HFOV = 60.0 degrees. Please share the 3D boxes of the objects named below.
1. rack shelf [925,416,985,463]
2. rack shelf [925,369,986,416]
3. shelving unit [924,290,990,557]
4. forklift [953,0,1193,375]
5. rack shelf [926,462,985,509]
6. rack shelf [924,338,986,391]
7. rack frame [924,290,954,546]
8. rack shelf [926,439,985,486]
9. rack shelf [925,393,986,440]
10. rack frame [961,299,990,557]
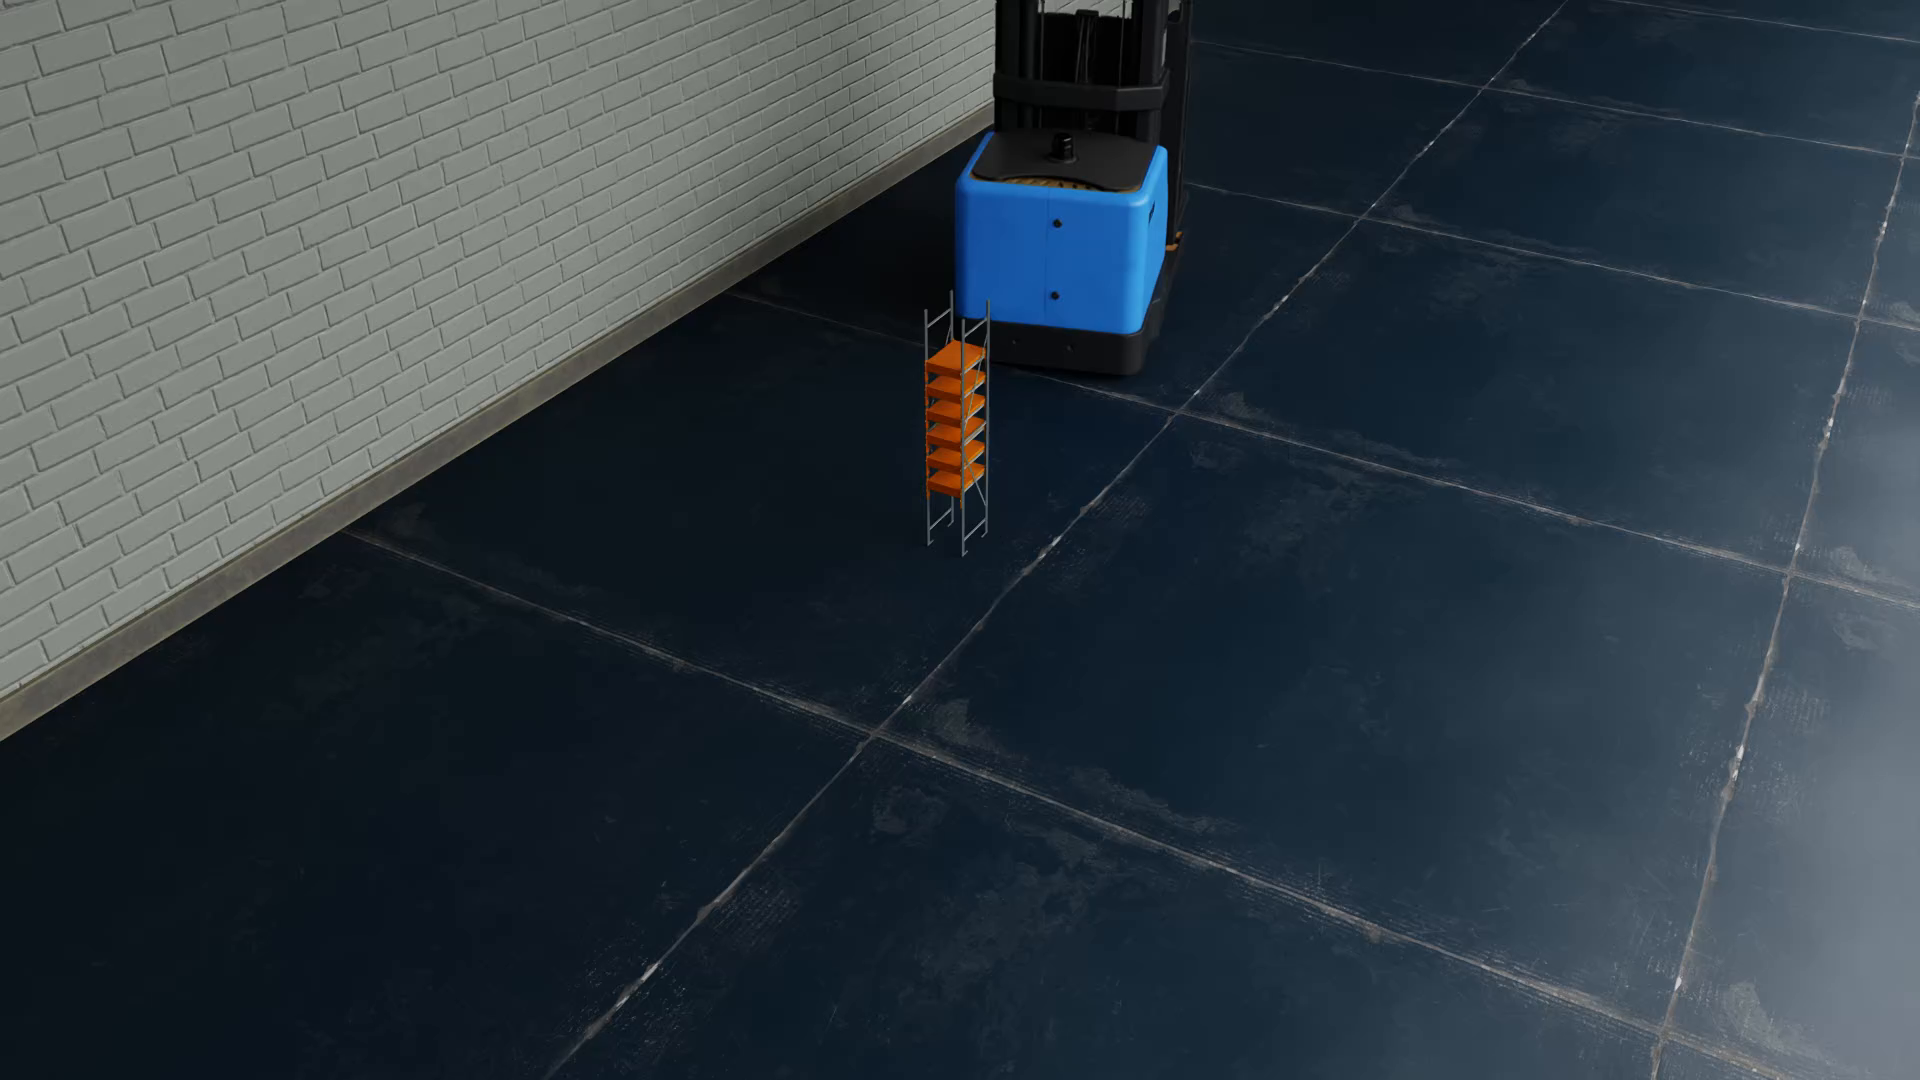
[{"bbox_3d":[-0.013,-0.466,7.448,0.180,0.103,0.258,18,37,24],"label":"rack shelf"},{"bbox_3d":[-0.013,-0.666,7.315,0.180,0.103,0.258,18,37,24],"label":"rack shelf"},{"bbox_3d":[-0.013,-0.503,7.423,0.189,1.200,0.258,18,37,24],"label":"shelving unit"},{"bbox_3d":[0.795,-2.917,9.487,1.130,2.935,3.031,7,34,11],"label":"forklift"},{"bbox_3d":[-0.013,-0.267,7.581,0.180,0.103,0.258,18,37,24],"label":"rack shelf"},{"bbox_3d":[-0.013,-0.766,7.249,0.180,0.103,0.258,18,37,24],"label":"rack shelf"},{"bbox_3d":[-0.092,-0.529,7.461,0.006,1.200,0.240,18,37,24],"label":"rack frame"},{"bbox_3d":[-0.013,-0.367,7.515,0.180,0.103,0.258,18,37,24],"label":"rack shelf"},{"bbox_3d":[-0.013,-0.566,7.382,0.180,0.103,0.258,18,37,24],"label":"rack shelf"},{"bbox_3d":[0.067,-0.478,7.386,0.006,1.200,0.240,18,37,24],"label":"rack frame"}]
